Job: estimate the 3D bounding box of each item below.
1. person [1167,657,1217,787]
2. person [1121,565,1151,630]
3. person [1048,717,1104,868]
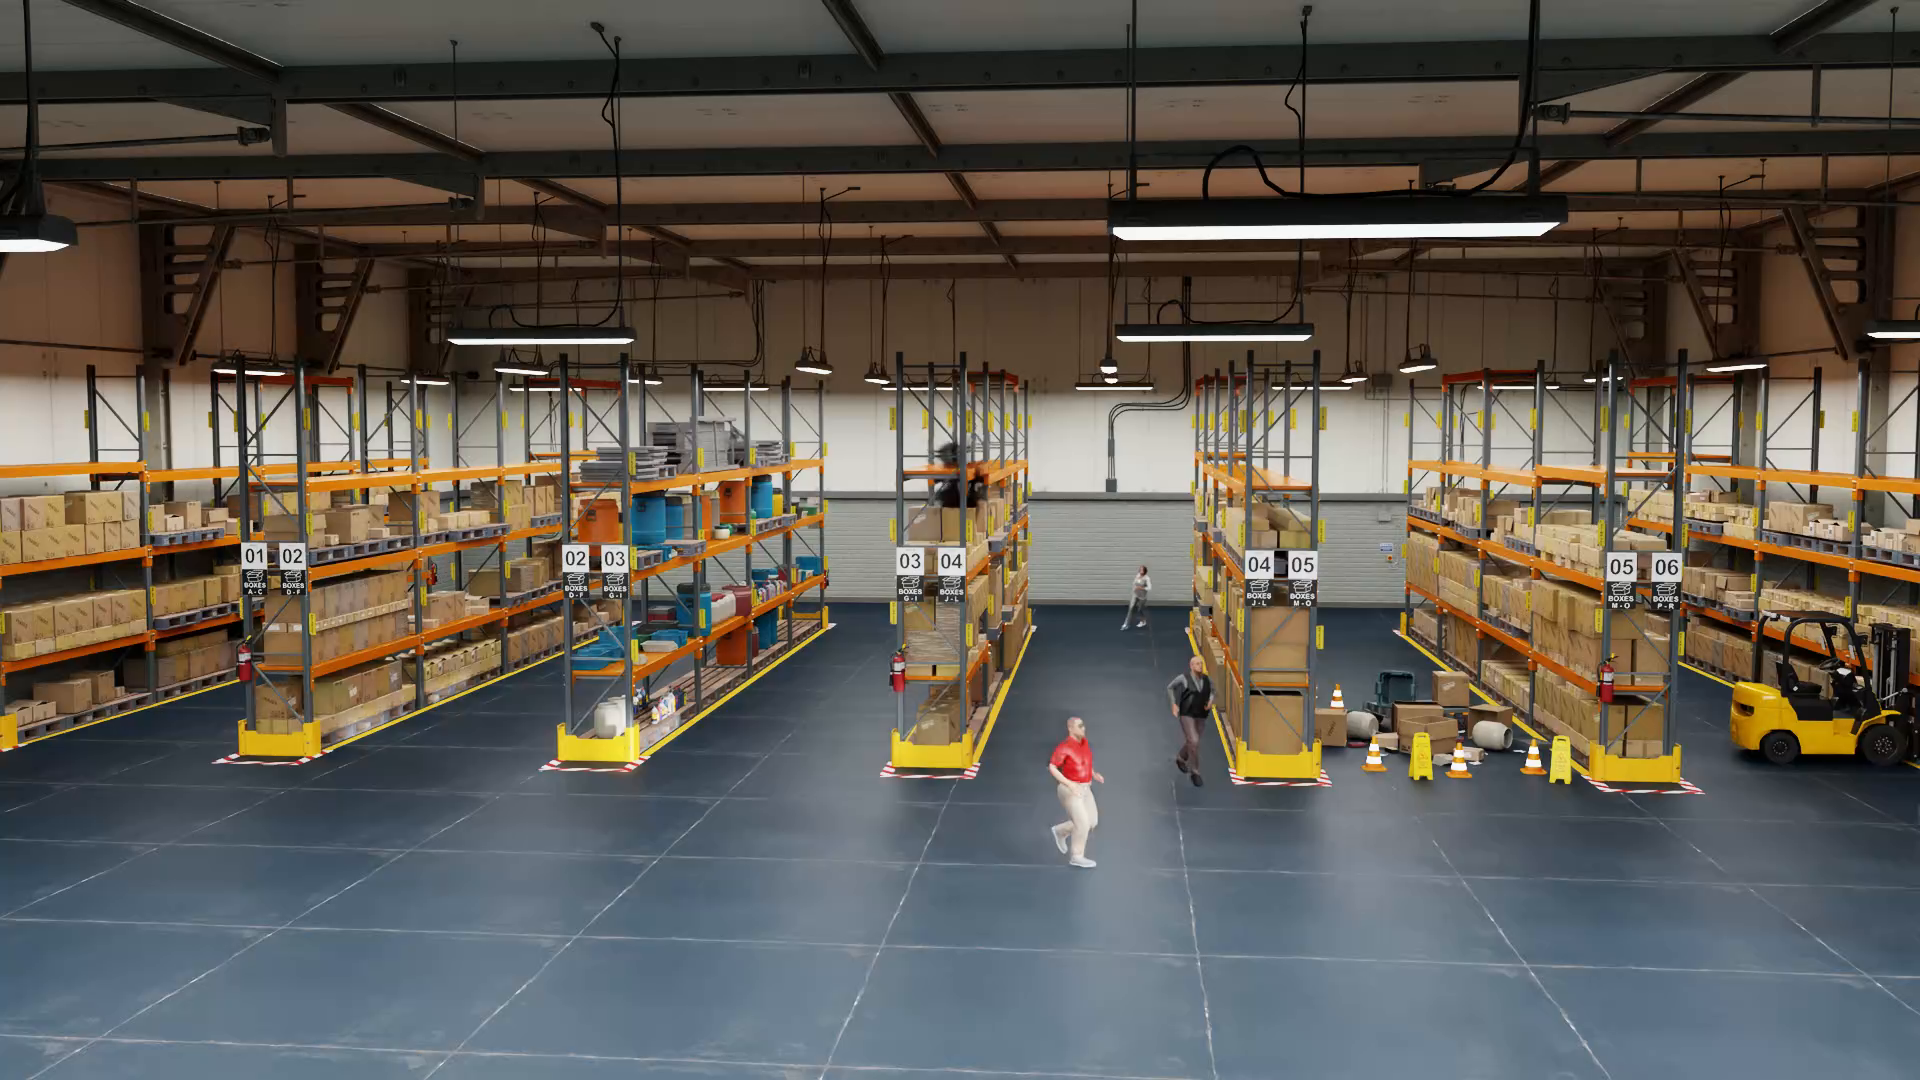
[{"bbox_3d":[3.265,2.496,23.214,0.664,1.755,0.895,-2,4,-22],"label":"person"},{"bbox_3d":[4.312,1.361,39.741,0.623,1.530,0.915,3,5,34],"label":"person"},{"bbox_3d":[1.268,2.827,18.758,0.664,1.682,0.656,3,5,38],"label":"person"}]
